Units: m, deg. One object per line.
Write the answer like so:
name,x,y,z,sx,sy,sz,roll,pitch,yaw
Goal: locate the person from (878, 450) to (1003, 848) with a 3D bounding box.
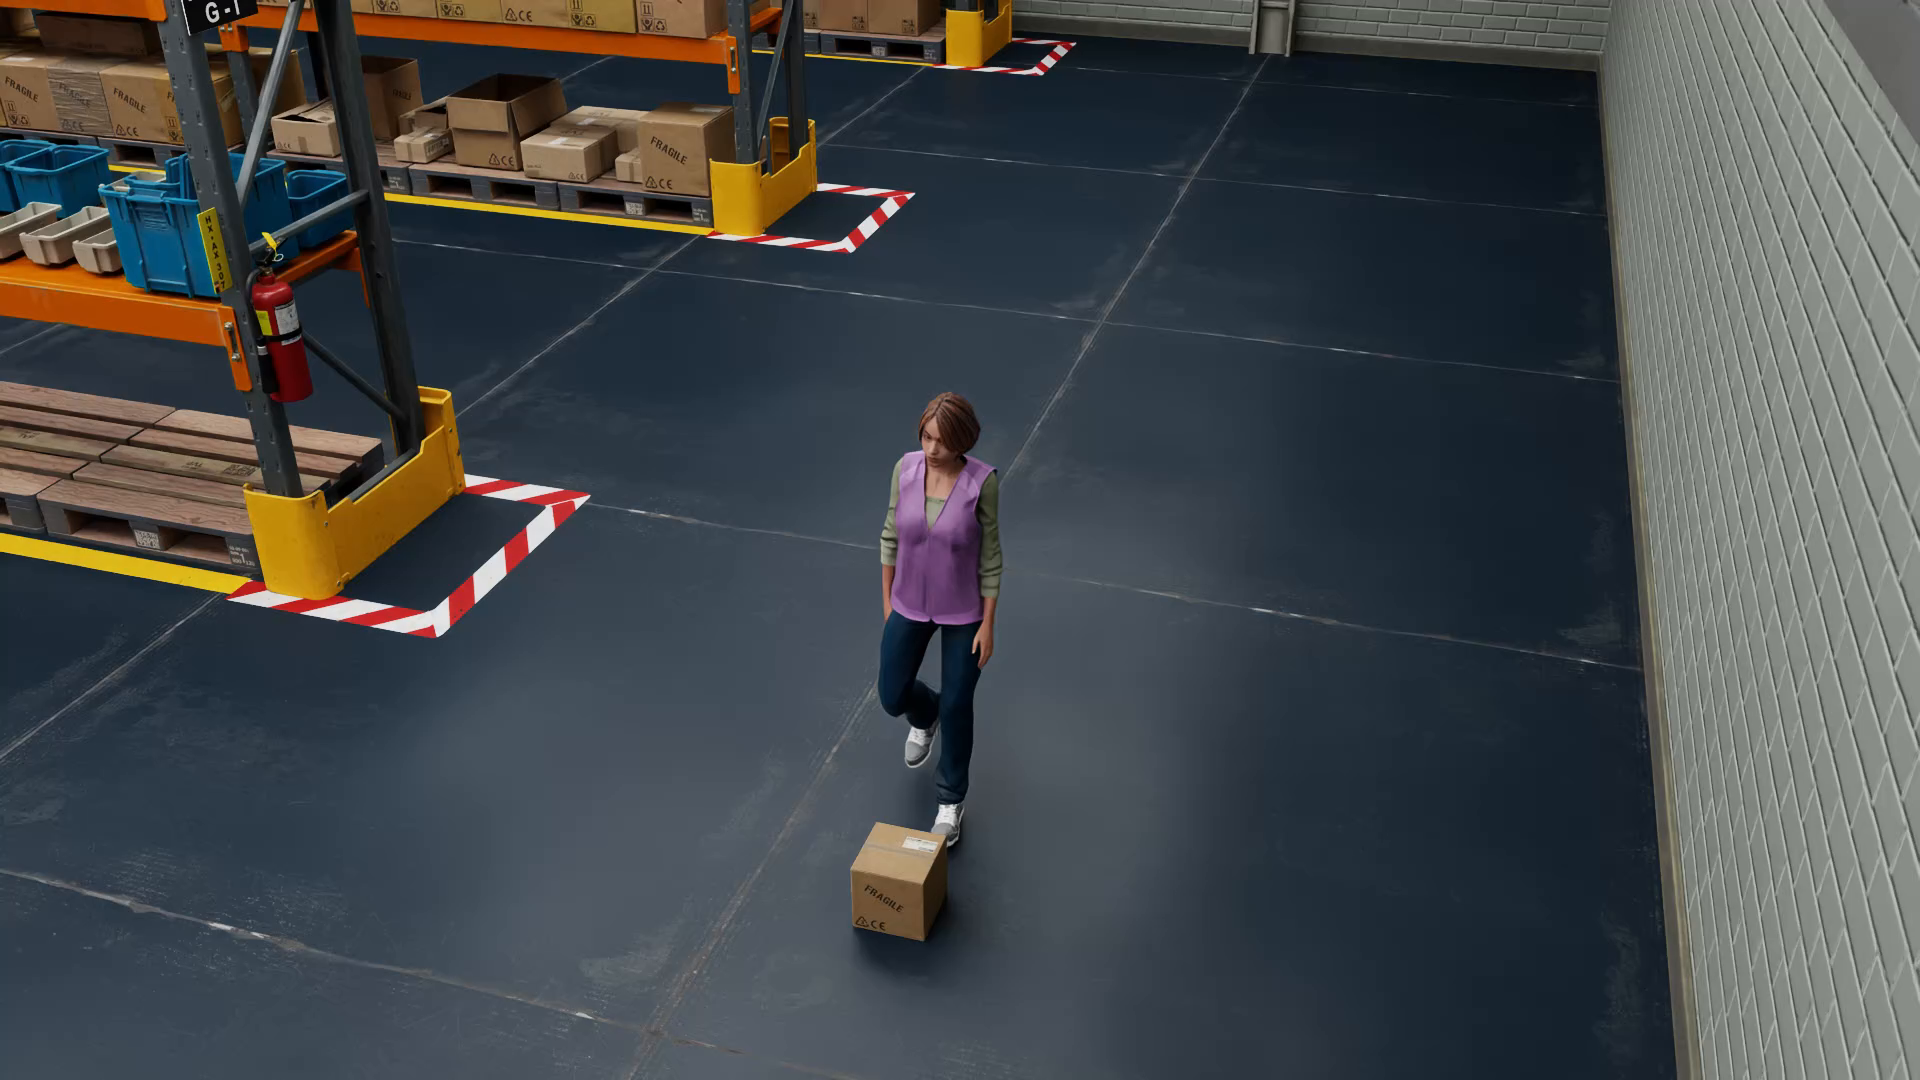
person,-0.072,0.350,5.722,0.436,1.362,0.594,8,31,13
